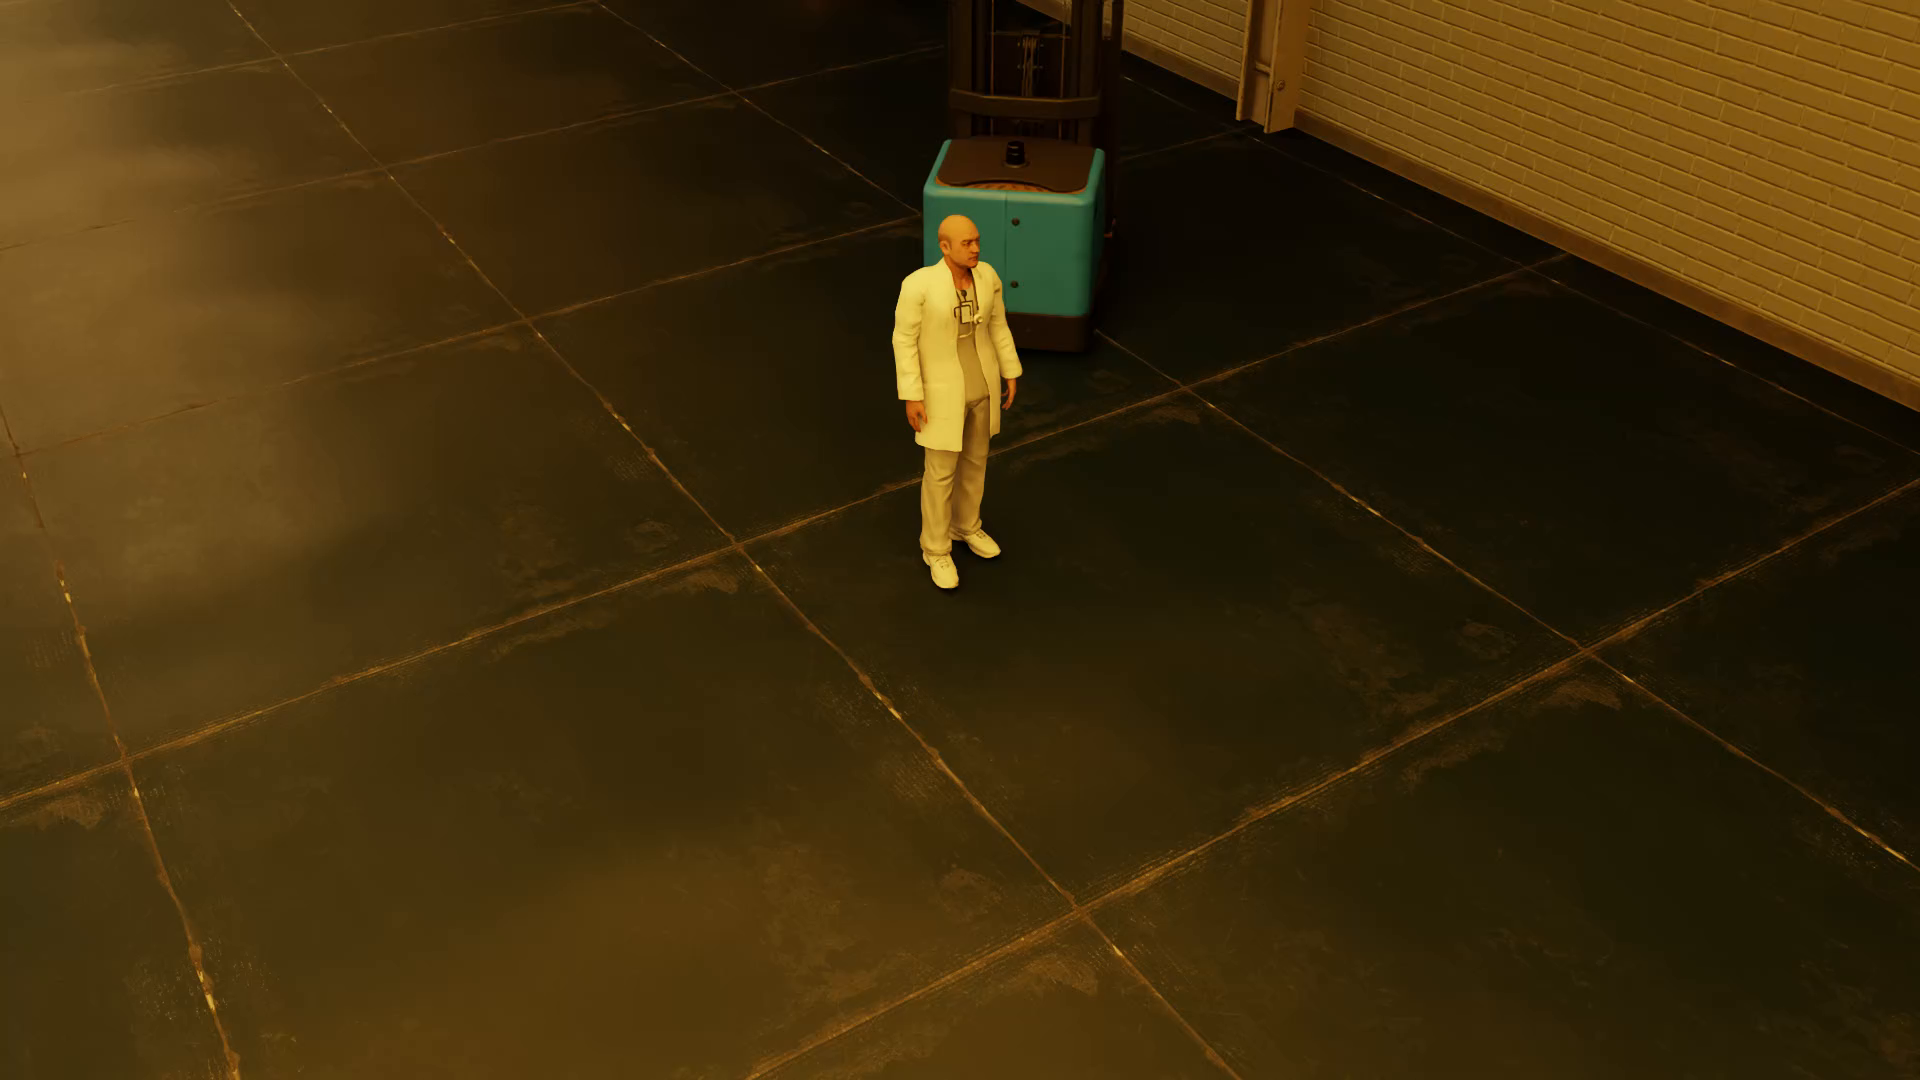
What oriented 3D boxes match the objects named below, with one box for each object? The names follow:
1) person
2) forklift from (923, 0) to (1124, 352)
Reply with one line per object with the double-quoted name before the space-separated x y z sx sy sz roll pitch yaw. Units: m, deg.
"person" 0.047 -0.688 8.117 0.696 1.778 0.578 -21 40 -27
"forklift" 0.509 -3.191 10.690 1.130 2.935 3.031 5 35 7
